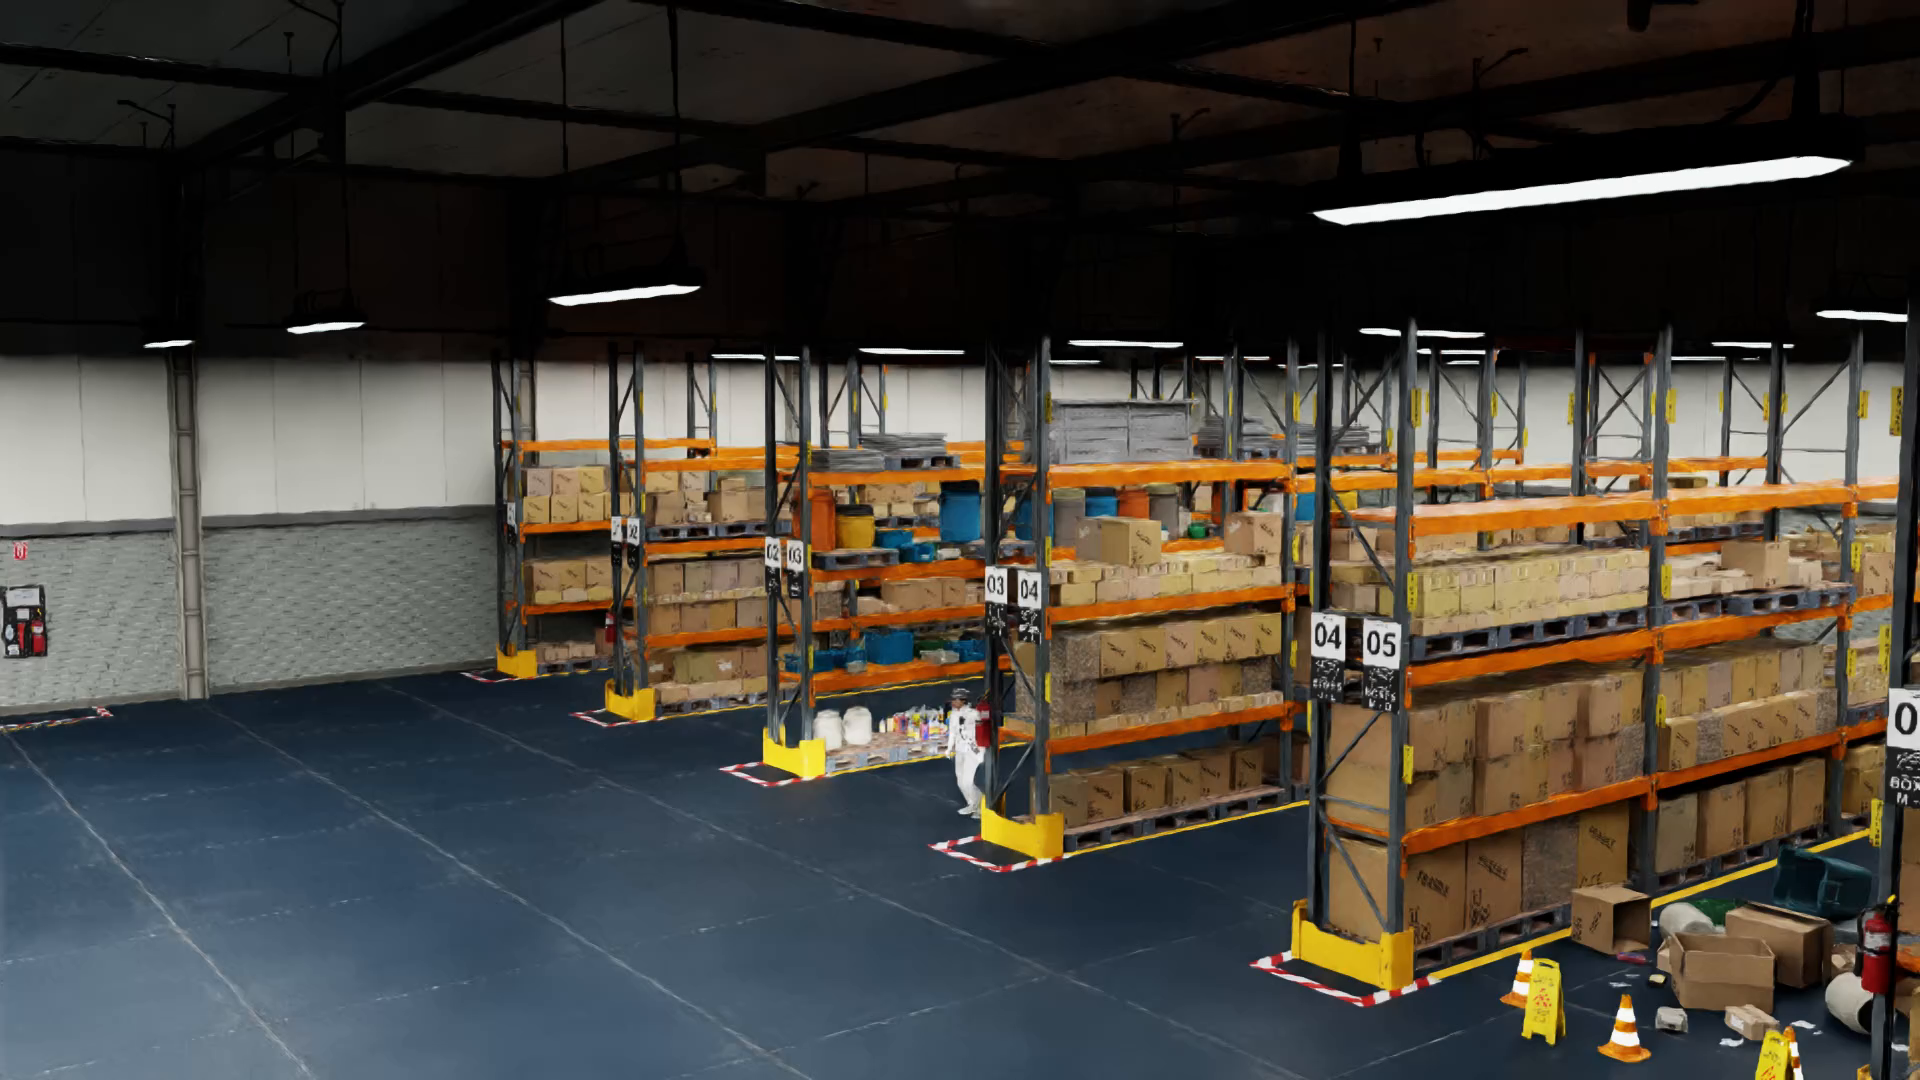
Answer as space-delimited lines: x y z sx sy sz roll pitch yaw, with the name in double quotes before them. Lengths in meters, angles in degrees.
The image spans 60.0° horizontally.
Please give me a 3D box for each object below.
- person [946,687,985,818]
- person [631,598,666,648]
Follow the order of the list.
"person" 0.096 2.582 20.301 0.512 1.625 0.634 -3 6 -33
"person" -5.439 1.788 28.854 0.782 1.712 0.688 -3 6 -32
